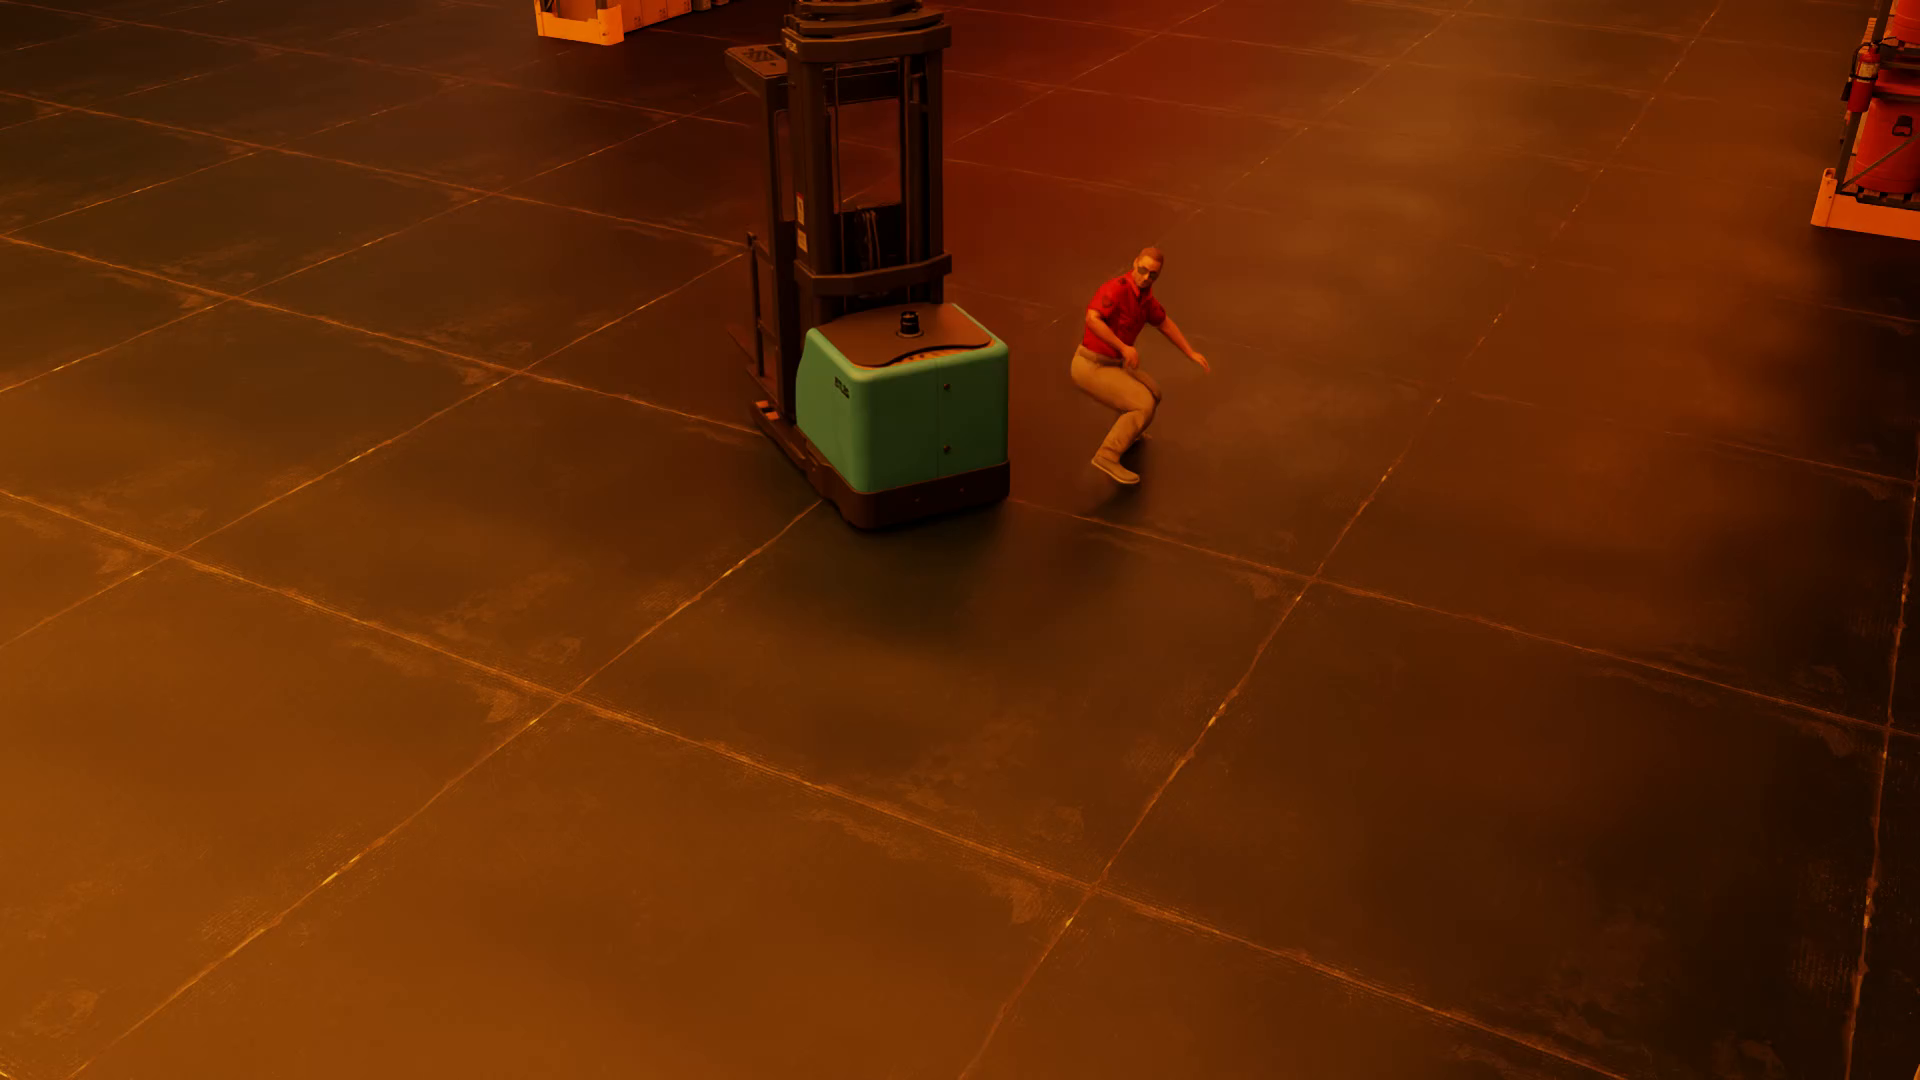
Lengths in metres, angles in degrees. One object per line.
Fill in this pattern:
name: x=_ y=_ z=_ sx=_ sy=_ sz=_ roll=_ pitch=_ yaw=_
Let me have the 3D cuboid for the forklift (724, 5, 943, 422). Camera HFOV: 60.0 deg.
forklift: x=-0.817 y=-2.057 z=10.698 sx=1.101 sy=2.867 sz=2.884 roll=-13 pitch=33 yaw=-22
